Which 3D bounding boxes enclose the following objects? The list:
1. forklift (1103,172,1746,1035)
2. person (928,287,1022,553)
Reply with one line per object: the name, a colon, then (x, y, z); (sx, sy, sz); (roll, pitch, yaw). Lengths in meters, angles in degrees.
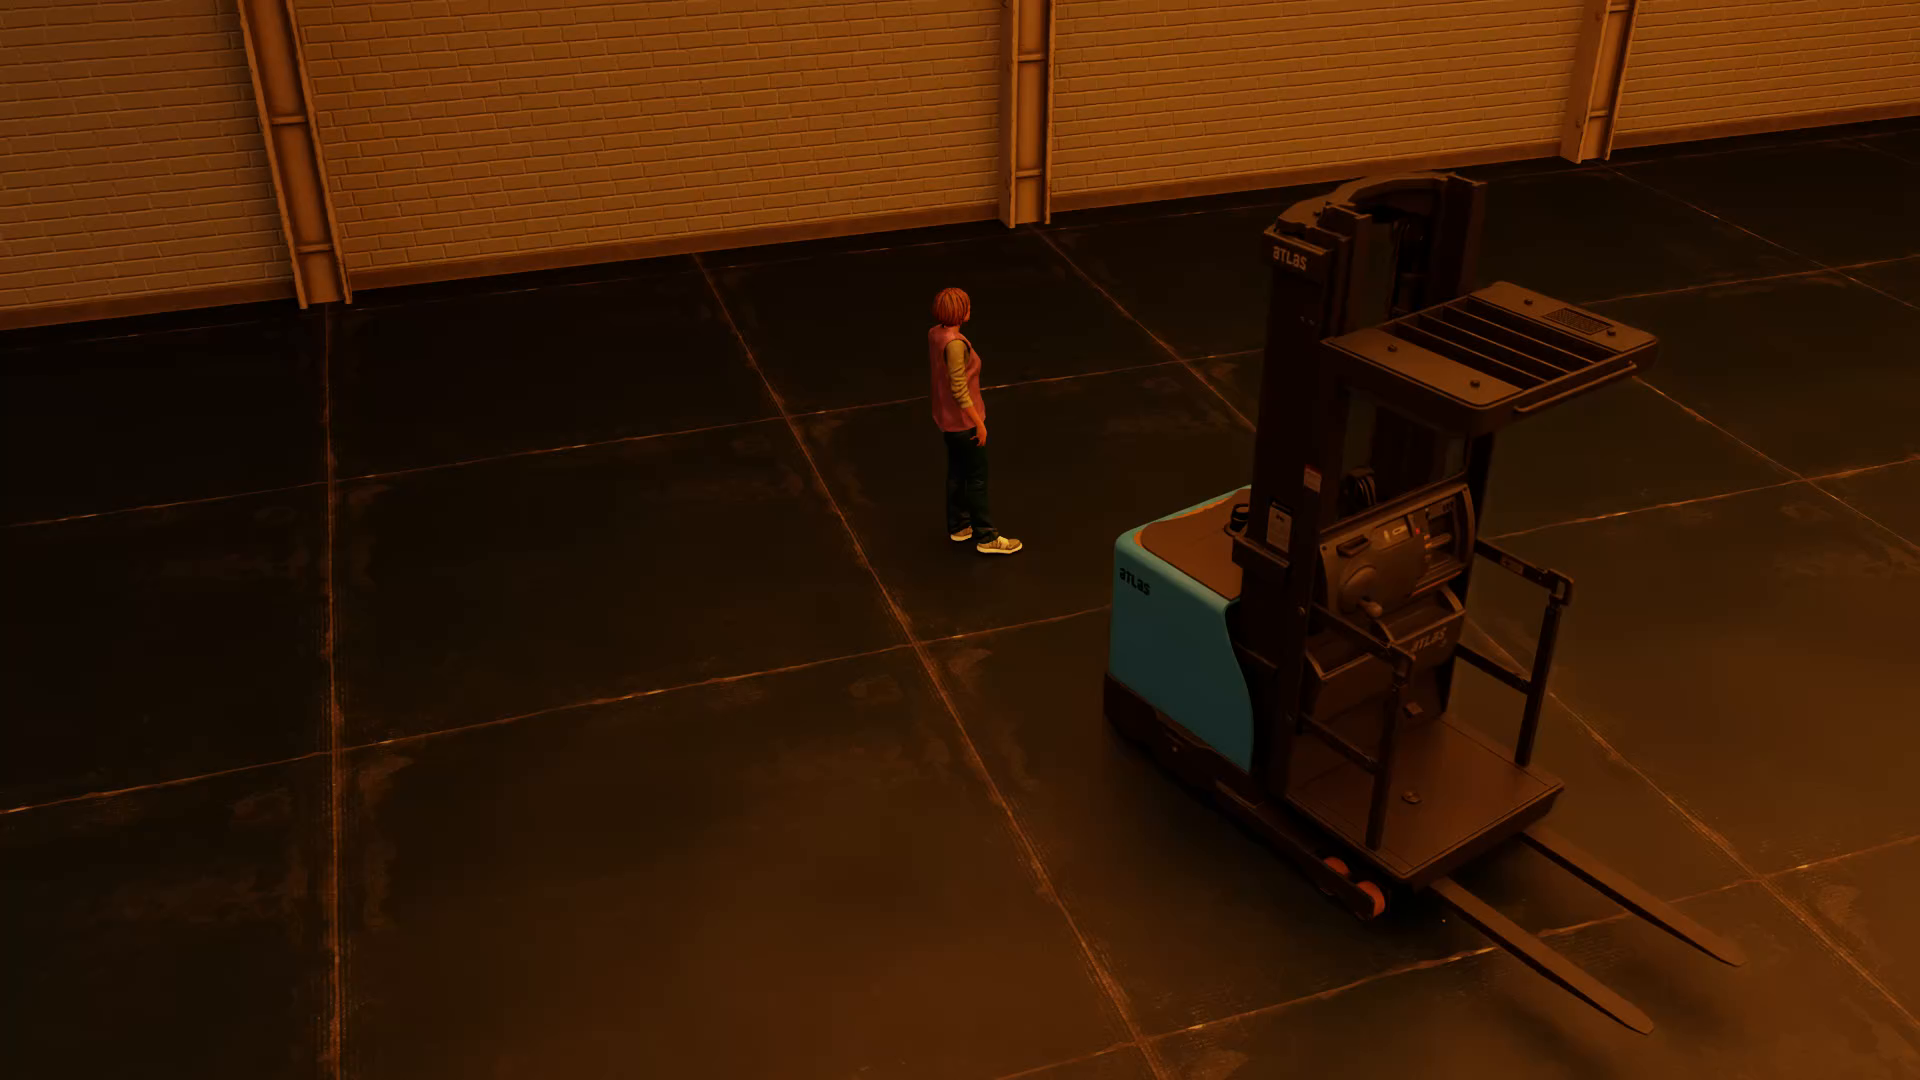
forklift: (1.991, 0.092, 6.928); (1.130, 2.935, 3.031); (-20, 35, -30)
person: (0.075, -0.704, 9.633); (0.473, 1.599, 0.520); (-10, 31, -16)
